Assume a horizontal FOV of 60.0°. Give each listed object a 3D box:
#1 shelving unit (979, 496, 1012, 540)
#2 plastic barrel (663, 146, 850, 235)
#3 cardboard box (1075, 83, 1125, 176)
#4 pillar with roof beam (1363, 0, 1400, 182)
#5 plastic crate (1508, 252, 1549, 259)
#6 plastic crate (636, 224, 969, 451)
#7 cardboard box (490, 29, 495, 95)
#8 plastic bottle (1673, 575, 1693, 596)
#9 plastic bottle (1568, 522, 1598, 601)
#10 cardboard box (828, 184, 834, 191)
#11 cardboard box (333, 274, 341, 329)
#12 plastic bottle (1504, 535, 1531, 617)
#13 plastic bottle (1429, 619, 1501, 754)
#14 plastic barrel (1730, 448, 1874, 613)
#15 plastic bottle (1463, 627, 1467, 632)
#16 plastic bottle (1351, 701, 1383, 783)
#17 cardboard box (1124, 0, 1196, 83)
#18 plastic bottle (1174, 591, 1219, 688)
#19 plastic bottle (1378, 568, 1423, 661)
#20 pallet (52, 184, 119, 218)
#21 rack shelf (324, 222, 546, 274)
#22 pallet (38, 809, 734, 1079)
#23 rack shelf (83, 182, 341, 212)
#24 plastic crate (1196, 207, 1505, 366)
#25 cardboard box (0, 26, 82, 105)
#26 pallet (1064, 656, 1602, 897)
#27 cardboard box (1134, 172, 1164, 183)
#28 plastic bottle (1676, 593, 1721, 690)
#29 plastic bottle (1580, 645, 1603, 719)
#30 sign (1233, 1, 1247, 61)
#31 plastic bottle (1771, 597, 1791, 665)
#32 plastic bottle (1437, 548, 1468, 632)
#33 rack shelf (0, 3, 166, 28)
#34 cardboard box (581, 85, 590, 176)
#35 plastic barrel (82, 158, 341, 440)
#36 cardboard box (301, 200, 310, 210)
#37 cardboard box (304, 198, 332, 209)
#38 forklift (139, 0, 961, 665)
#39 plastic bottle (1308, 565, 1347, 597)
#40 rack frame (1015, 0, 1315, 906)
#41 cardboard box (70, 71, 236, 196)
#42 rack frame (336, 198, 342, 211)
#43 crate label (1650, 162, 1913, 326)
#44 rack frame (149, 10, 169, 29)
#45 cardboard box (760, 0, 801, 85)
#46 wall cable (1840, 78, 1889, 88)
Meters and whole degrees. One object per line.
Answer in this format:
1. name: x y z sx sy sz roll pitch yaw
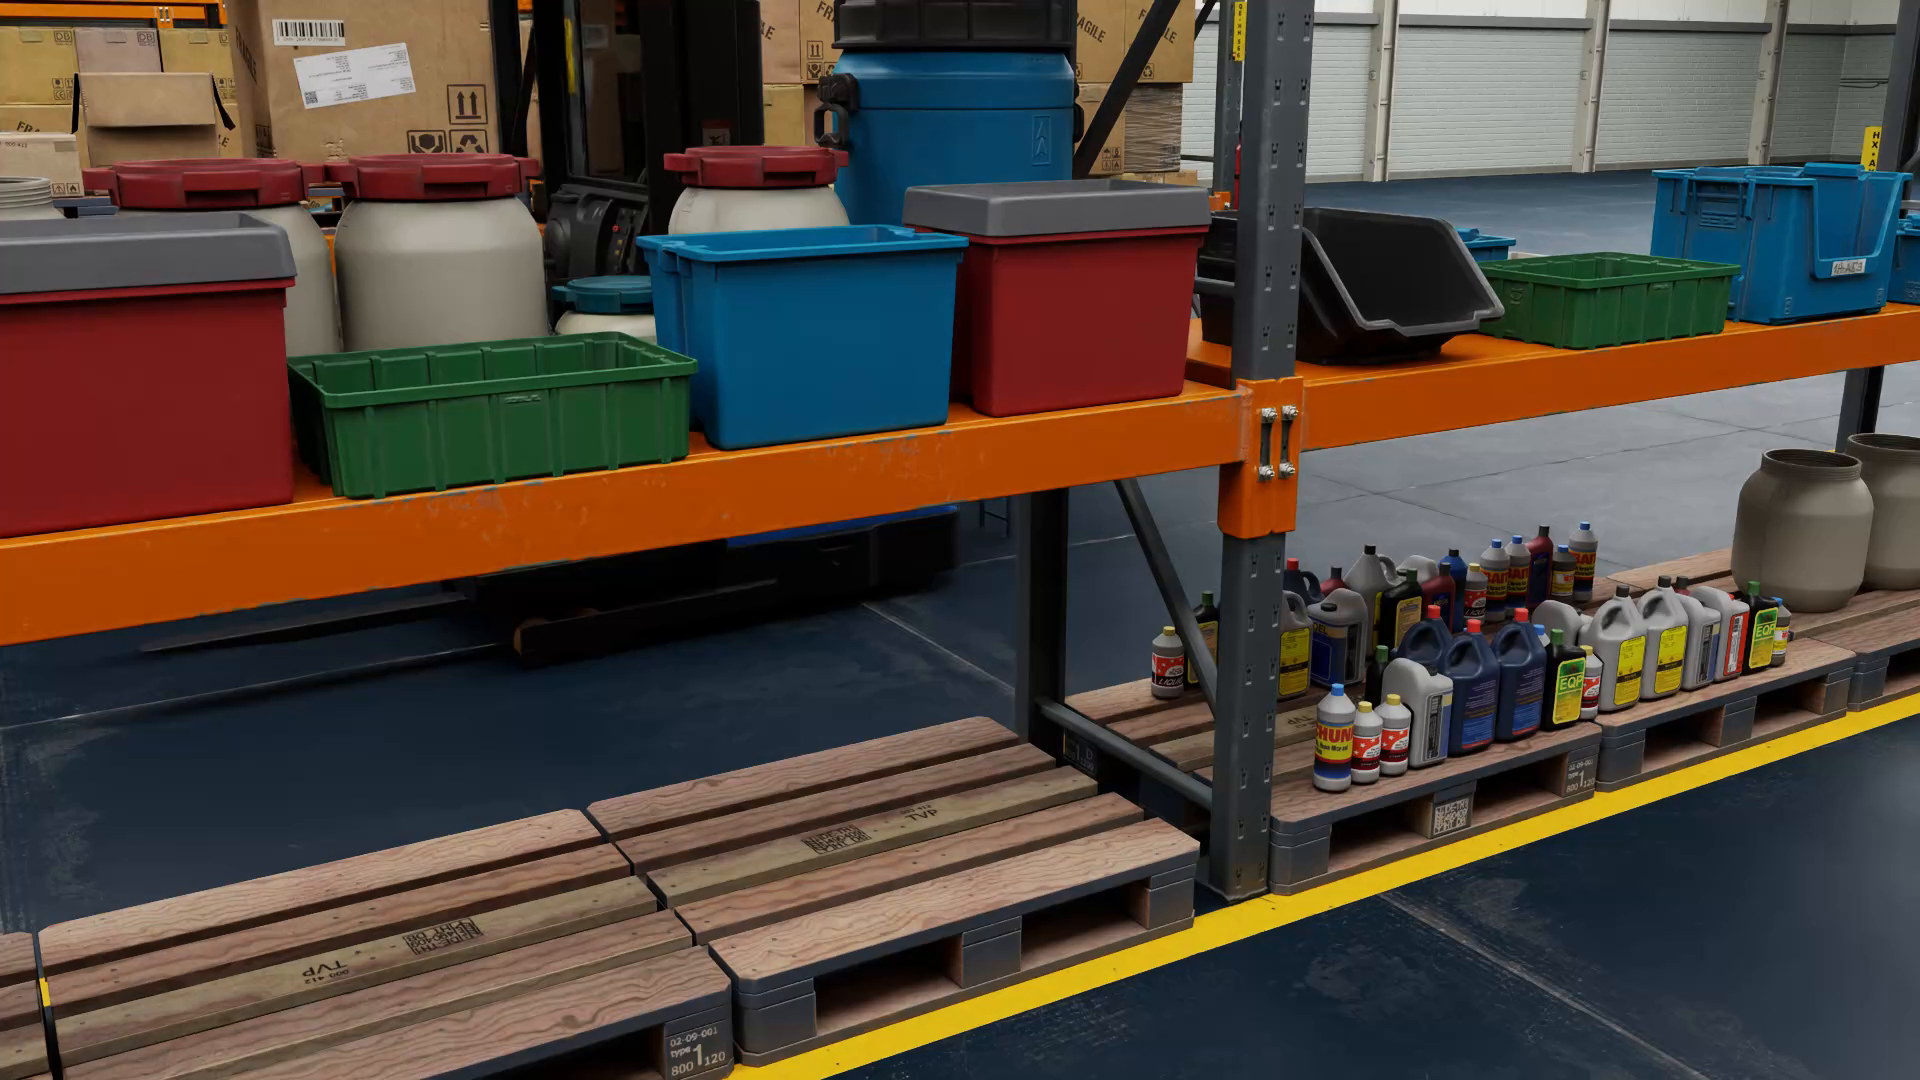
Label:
1. shelving unit: -0.046 -0.572 7.229 0.503 1.200 0.258 -10 18 -31
2. plastic barrel: -0.464 -0.639 3.879 0.433 0.535 0.433 0 16 0
3. cardboard box: 0.494 -2.381 9.612 0.500 0.500 0.875 -9 18 -30
4. pillar with roof beam: 10.269 -10.305 27.498 0.400 9.000 9.100 -9 18 -30
5. plastic crate: 1.730 -0.813 5.241 0.437 0.136 0.530 -9 18 -30
6. plastic crate: -0.317 -0.422 3.389 0.575 0.384 0.392 -9 18 -30
7. cardboard box: -3.804 -3.702 12.780 0.550 0.550 0.875 -9 18 -30
8. plastic bottle: 2.264 0.245 5.194 0.133 0.283 0.061 -9 18 -30
9. plastic bottle: 2.183 0.070 5.841 0.097 0.271 0.097 0 16 0
10. cardboard box: -0.684 -1.820 8.811 0.250 0.149 0.380 -9 18 -30
11. cardboard box: -5.036 -1.975 12.288 0.750 0.750 1.050 -9 18 -30
12. plastic bottle: 1.889 0.118 5.671 0.097 0.271 0.097 0 16 0
13. plastic bottle: 1.374 0.392 4.547 0.185 0.351 0.144 -9 18 -28
14. plastic barrel: 2.943 -0.037 5.815 0.421 0.512 0.421 0 16 0
15. plastic bottle: 1.436 0.382 4.729 0.097 0.271 0.097 0 16 0
16. plastic bottle: 1.055 0.523 4.356 0.097 0.201 0.097 0 16 0
17. cardboard box: 1.003 -2.897 9.597 0.500 0.500 0.500 -9 18 -30
18. plastic bottle: 0.711 0.297 5.009 0.133 0.283 0.061 -8 18 -27
19. plastic bottle: 1.389 0.233 5.239 0.133 0.283 0.061 -9 18 -30
20. pallet: -3.835 -1.438 7.336 1.213 0.211 1.003 -9 18 -30
21. rack shelf: -3.796 -1.177 7.384 4.000 0.370 1.077 -9 18 -30
22. pallet: -1.231 0.976 3.537 1.213 0.211 1.003 -9 18 -30
23. rack shelf: -6.264 -2.339 11.528 4.000 0.370 1.077 -9 18 -30
24. plastic crate: 0.983 -0.669 4.354 0.504 0.338 0.767 -9 18 -30
25. cardboard box: -6.279 -3.210 11.267 0.500 0.500 0.700 -9 18 -30
26. pallet: 1.066 0.604 4.866 1.213 0.211 1.003 -9 18 -30
27. cardboard box: 0.994 -2.114 9.861 0.250 0.149 0.380 -9 18 -30
28. plastic bottle: 2.200 0.293 5.039 0.135 0.276 0.152 -10 18 -31
29. plastic bottle: 1.791 0.404 4.781 0.097 0.201 0.097 0 16 0
30. sign: 1.615 -2.936 9.595 0.005 0.325 0.100 -9 18 -30
31. plastic bottle: 2.549 0.281 5.220 0.097 0.201 0.097 0 16 0
32. plastic bottle: 1.630 0.160 5.521 0.097 0.271 0.097 0 16 0
33. rack shelf: -11.460 -6.062 19.254 4.000 0.370 1.077 -9 18 -30
34. cardboard box: -1.664 -2.041 8.397 0.500 0.500 0.875 -9 18 -30
35. plastic barrel: -1.464 -0.476 3.301 0.433 0.535 0.433 0 16 0
36. cardboard box: -6.243 -2.848 15.239 0.500 0.500 0.500 -9 18 -30
37. cardboard box: -6.541 -3.353 16.741 0.500 0.500 0.500 -8 18 -27
38. forklift: -1.515 -1.134 6.025 3.031 2.935 1.130 -10 18 -31
39. plastic bottle: 1.155 0.225 5.266 0.133 0.283 0.061 -8 17 -26
40. rack frame: 0.469 -0.655 4.191 0.127 3.000 1.000 -9 18 -30
41. cardboard box: -3.520 -1.791 7.272 0.637 0.503 0.797 -7 17 -24
42. rack frame: -4.550 -2.963 12.423 0.127 3.000 1.000 -9 18 -30
43. crate label: 2.459 -0.910 5.034 0.616 0.435 0.502 -9 18 -30
44. rack frame: -9.745 -5.242 20.553 0.127 3.000 1.000 -9 18 -30
45. cardboard box: -1.138 -2.548 8.353 0.500 0.500 0.500 -9 18 -30
46. wall cable: 21.544 -11.577 37.791 0.112 2.526 3.097 -9 18 -30
